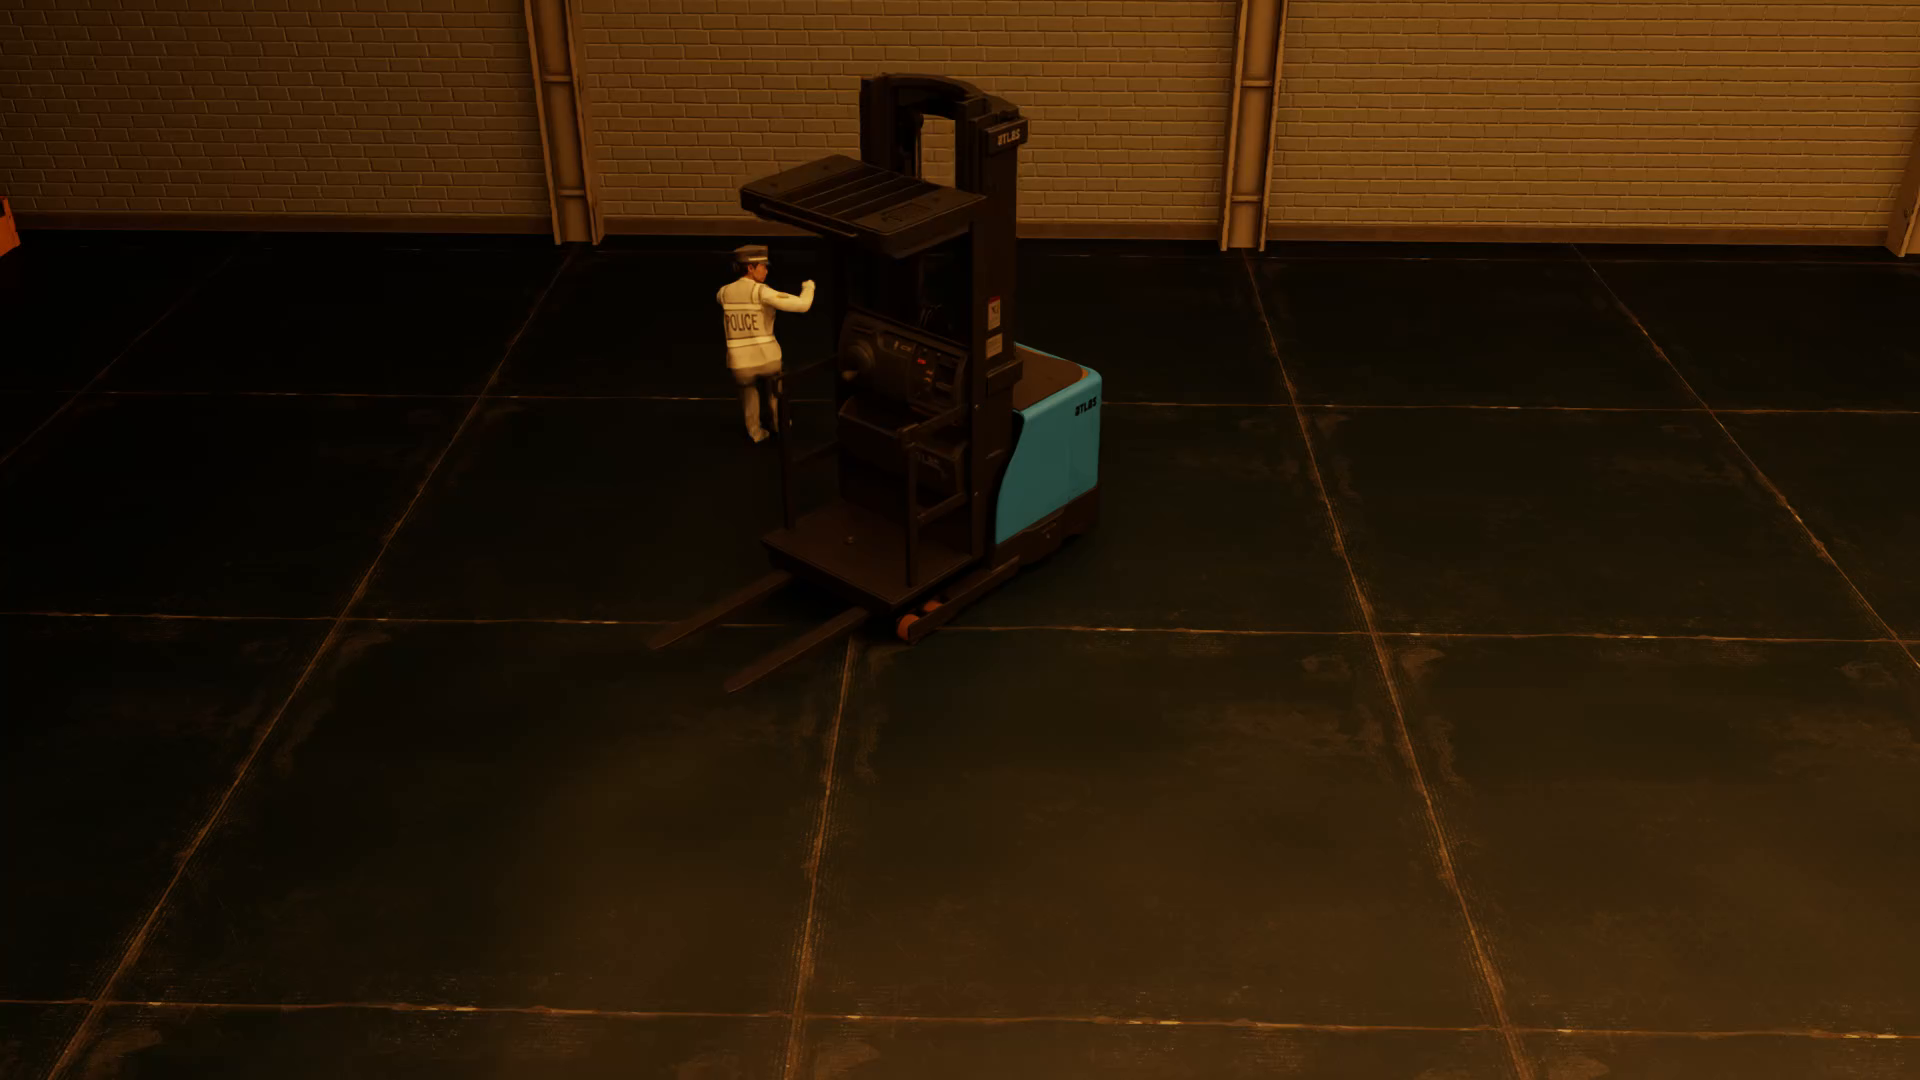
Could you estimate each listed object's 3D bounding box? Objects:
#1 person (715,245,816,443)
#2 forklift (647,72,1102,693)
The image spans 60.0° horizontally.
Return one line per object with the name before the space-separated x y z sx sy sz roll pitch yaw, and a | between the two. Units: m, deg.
person | -1.335 -1.401 11.514 0.708 1.400 0.945 1 31 2
forklift | -0.467 -0.961 9.244 1.130 2.935 3.031 24 38 35
